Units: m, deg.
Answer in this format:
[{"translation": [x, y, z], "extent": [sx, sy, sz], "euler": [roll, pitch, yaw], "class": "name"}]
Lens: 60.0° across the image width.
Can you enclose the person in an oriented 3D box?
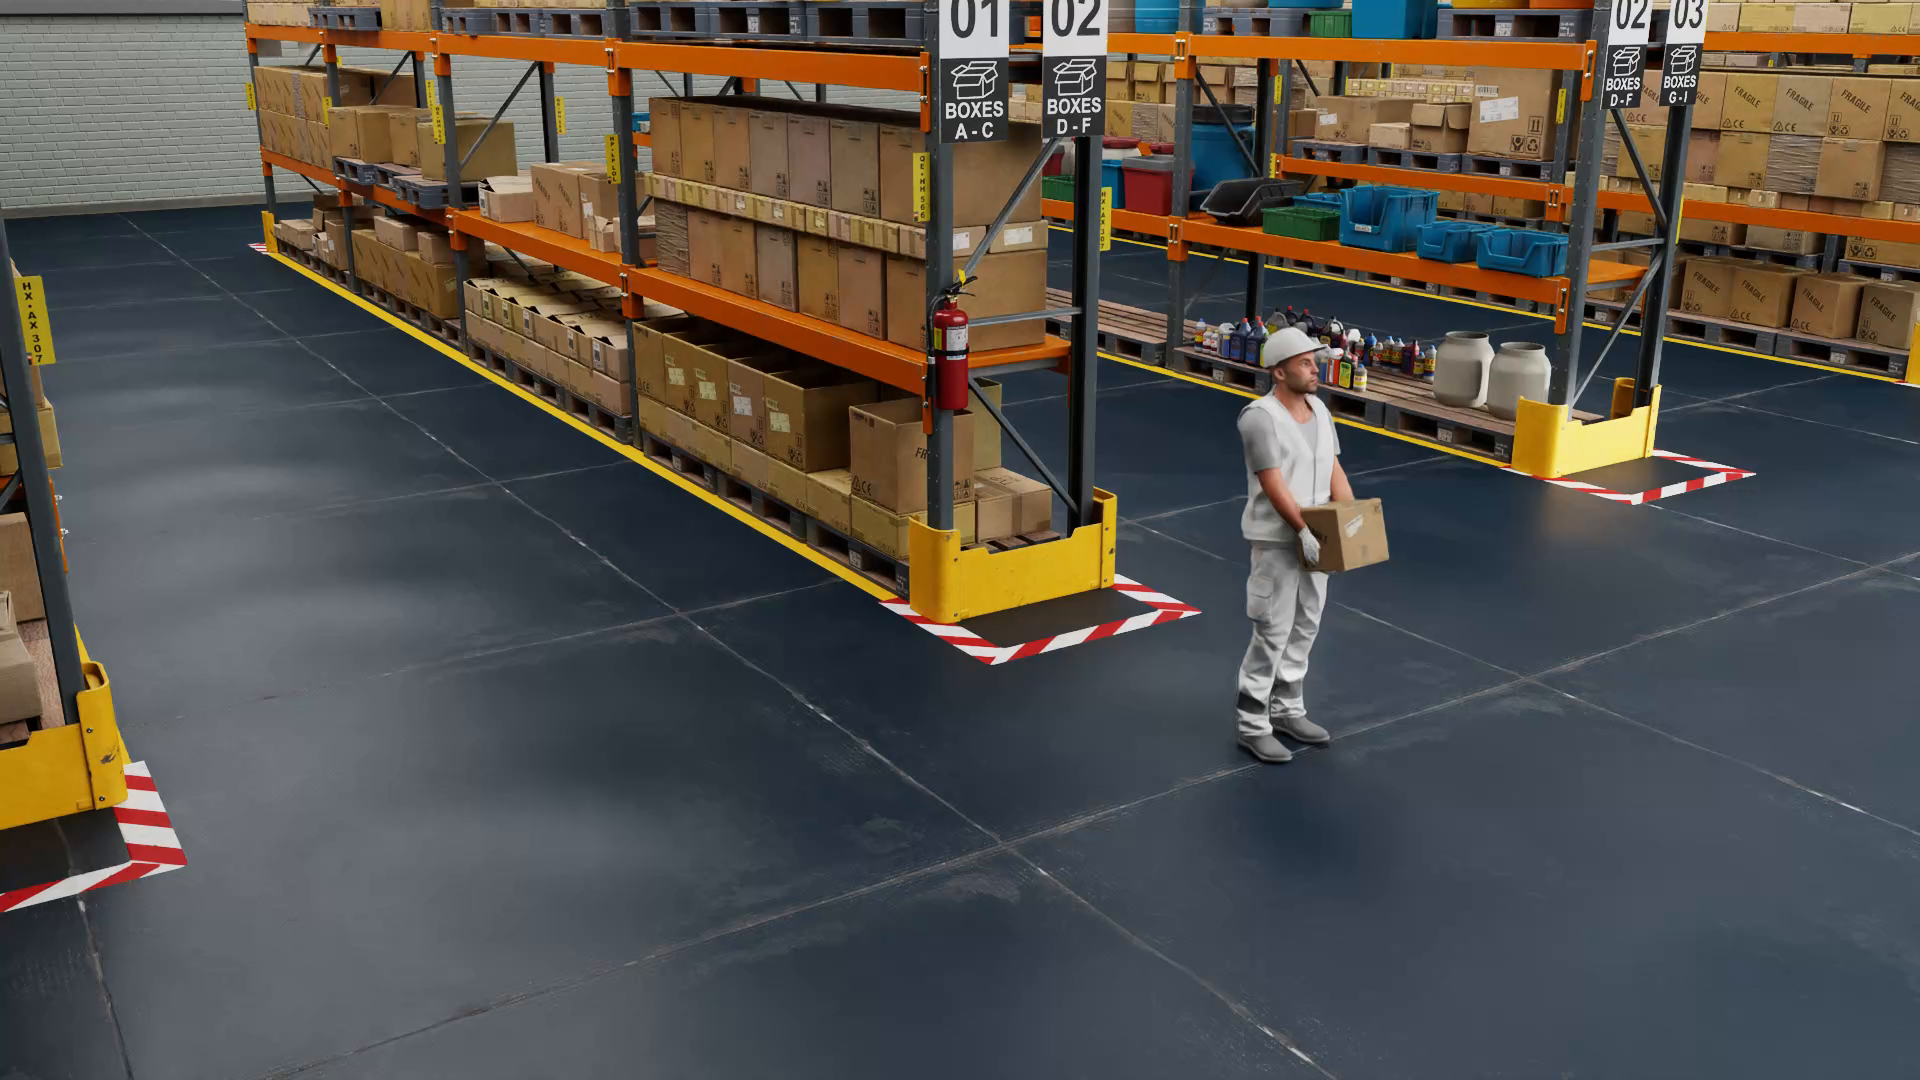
[{"translation": [1.440, 0.028, 6.923], "extent": [0.514, 1.793, 0.550], "euler": [-14, 23, -38], "class": "person"}]
